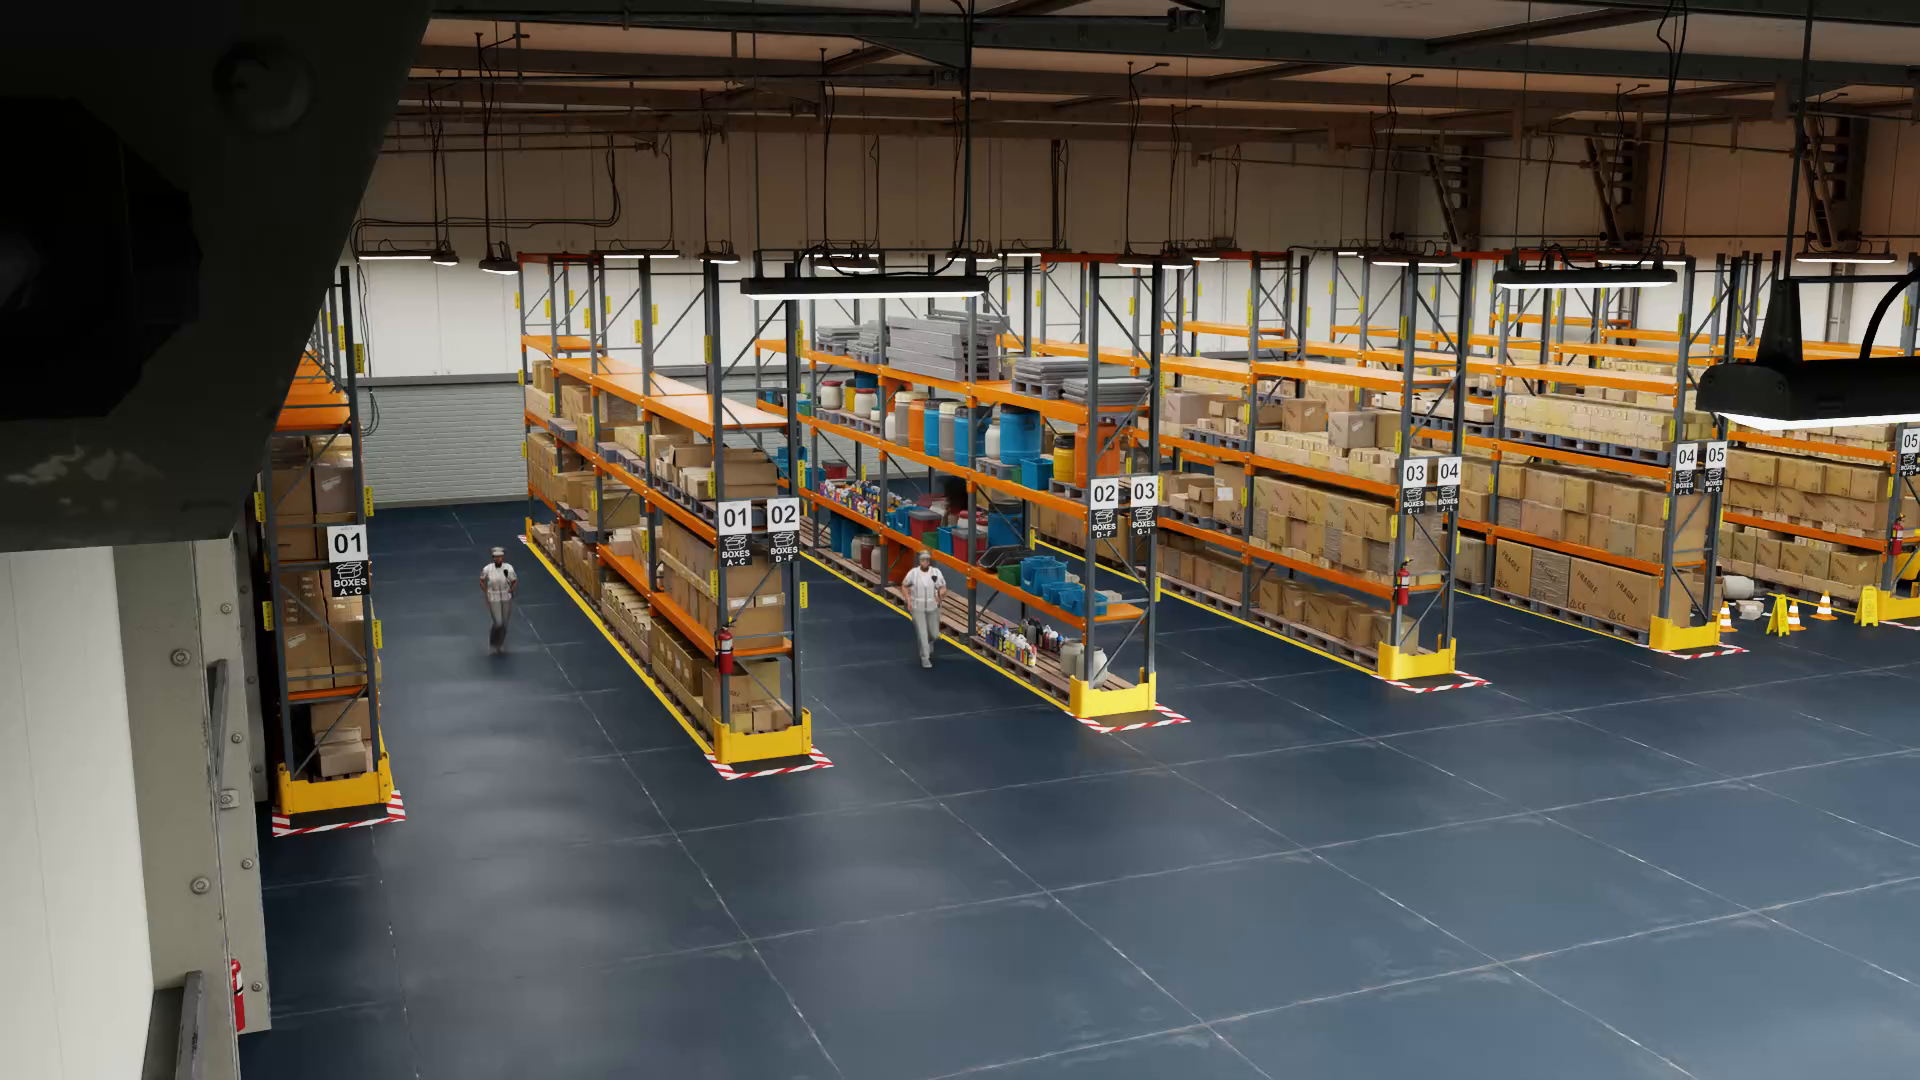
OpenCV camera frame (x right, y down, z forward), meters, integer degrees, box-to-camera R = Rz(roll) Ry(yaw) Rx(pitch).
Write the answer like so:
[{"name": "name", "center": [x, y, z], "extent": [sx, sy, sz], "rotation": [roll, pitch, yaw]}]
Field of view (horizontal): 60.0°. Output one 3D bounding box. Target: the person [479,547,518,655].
[{"name": "person", "center": [-6.992, 0.927, 25.317], "extent": [0.555, 1.679, 0.624], "rotation": [-5, 11, -24]}]

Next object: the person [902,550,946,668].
[{"name": "person", "center": [-0.529, 0.987, 24.780], "extent": [0.664, 1.745, 0.738], "rotation": [-2, 10, -8]}]

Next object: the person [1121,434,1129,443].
[{"name": "person", "center": [3.881, -1.697, 39.526], "extent": [0.710, 1.732, 0.559], "rotation": [0, 10, -2]}]
